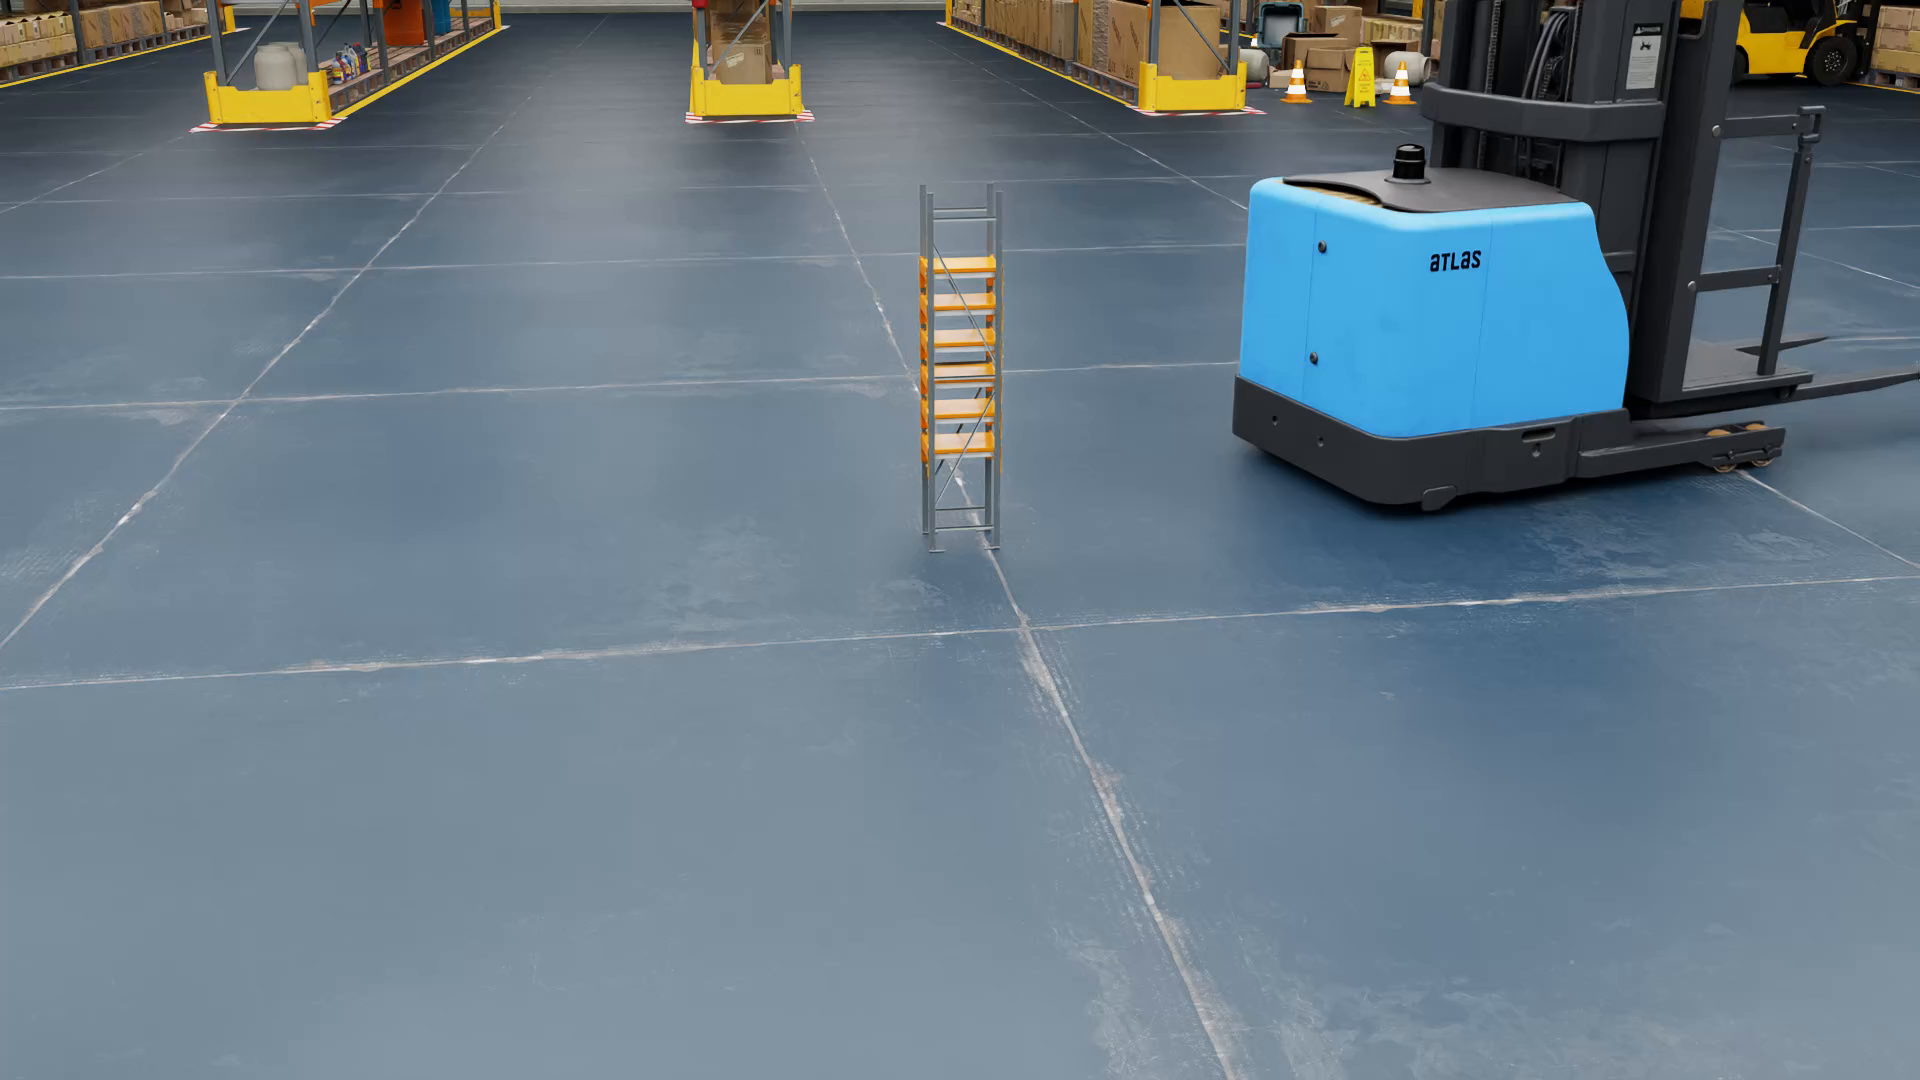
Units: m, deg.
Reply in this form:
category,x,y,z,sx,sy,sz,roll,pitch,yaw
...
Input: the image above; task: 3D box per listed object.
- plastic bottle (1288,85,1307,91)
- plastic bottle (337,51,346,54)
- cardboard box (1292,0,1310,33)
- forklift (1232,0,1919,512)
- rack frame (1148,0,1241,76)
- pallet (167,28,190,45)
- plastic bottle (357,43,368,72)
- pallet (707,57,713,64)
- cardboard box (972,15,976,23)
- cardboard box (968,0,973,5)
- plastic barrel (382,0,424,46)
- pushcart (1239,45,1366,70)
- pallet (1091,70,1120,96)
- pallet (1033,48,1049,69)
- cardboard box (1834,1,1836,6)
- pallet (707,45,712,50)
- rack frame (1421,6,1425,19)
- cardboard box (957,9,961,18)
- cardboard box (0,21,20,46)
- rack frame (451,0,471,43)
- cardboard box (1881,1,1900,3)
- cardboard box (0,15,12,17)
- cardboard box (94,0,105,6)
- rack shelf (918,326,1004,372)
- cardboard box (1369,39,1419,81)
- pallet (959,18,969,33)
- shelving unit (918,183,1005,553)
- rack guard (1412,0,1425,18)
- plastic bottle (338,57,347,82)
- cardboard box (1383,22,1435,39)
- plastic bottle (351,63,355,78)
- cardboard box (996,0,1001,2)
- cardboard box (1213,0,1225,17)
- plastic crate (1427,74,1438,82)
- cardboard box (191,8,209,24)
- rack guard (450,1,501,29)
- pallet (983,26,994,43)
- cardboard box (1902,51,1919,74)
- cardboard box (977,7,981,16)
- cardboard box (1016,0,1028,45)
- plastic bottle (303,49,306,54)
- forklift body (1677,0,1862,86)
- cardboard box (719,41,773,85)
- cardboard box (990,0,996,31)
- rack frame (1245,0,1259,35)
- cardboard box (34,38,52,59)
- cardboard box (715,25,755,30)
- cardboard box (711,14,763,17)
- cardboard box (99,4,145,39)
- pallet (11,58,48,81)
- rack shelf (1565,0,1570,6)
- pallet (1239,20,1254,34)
category,x,y,z,sx,sy,sz,roll,pitch,yaw
plastic bottle,4.182,-5.634,20.714,0.133,0.061,0.283,-11,23,-26
plastic bottle,-7.533,-5.841,20.332,0.152,0.276,0.135,-3,21,-8
cardboard box,6.193,-9.090,28.204,0.875,0.875,0.875,-3,21,-7
forklift,2.656,-1.792,6.326,3.031,2.935,1.130,-8,22,-21
rack frame,2.604,-6.282,18.248,1.000,3.000,0.127,-3,21,-8
pallet,-13.950,-8.655,28.587,1.003,0.211,1.213,-3,21,-8
plastic bottle,-7.418,-5.959,20.540,0.144,0.351,0.185,-3,21,-9
pallet,-3.009,-6.415,22.590,1.003,0.211,1.213,-3,21,-8
cardboard box,0.424,-9.599,30.604,0.380,0.149,0.250,-4,21,-10
cardboard box,0.356,-10.042,30.939,0.380,0.149,0.250,-4,21,-10
plastic barrel,-8.460,-7.935,25.177,0.600,0.830,0.708,-3,21,-8
pushcart,4.663,-6.591,22.823,1.648,0.377,0.936,-11,23,-26
pallet,2.239,-5.670,20.595,1.003,0.211,1.213,-3,21,-8
pallet,1.663,-7.047,24.283,1.003,0.211,1.213,-3,21,-8
cardboard box,11.729,-7.048,22.199,0.500,0.250,0.500,-2,21,-6
pallet,-3.360,-7.260,24.851,1.003,0.211,1.213,-3,21,-8
rack frame,10.093,-12.358,34.516,1.000,3.000,0.127,-3,21,-8
cardboard box,0.147,-10.219,32.264,0.380,0.149,0.250,-3,21,-7
cardboard box,-12.654,-6.633,21.717,0.500,0.311,0.500,-4,21,-10
rack frame,-8.949,-9.972,28.127,1.000,3.000,0.127,-3,21,-8
cardboard box,12.233,-7.069,22.256,0.500,0.250,0.500,-3,21,-7
cardboard box,-13.406,-7.132,23.052,0.500,0.311,0.500,-3,21,-9
cardboard box,-13.879,-8.584,26.283,0.500,0.250,0.500,-3,21,-8
rack shelf,0.002,-0.628,5.466,0.258,0.103,0.180,-3,21,-8
cardboard box,5.720,-6.342,21.978,0.500,0.500,0.500,12,24,29
pallet,0.564,-9.784,31.611,1.003,0.211,1.213,-3,21,-8
shelving unit,0.002,-0.557,5.493,0.258,1.200,0.189,-3,21,-8
rack guard,10.104,-11.161,34.883,1.175,0.500,0.348,-3,21,-8
plastic bottle,-7.187,-5.473,19.337,0.061,0.283,0.133,-3,21,-7
cardboard box,6.727,-7.347,24.257,0.950,0.372,0.625,-2,21,-4
plastic bottle,-7.280,-5.614,19.832,0.097,0.201,0.097,0,20,0
cardboard box,0.868,-9.183,27.918,0.500,0.250,0.500,-2,21,-6
cardboard box,5.516,-10.563,32.772,0.875,0.438,0.875,-2,21,-6
plastic crate,6.326,-5.999,21.663,0.402,0.080,0.583,-11,23,-26
cardboard box,-13.999,-9.520,30.219,0.500,0.250,0.500,-3,21,-8
rack guard,-9.542,-10.193,32.293,1.175,0.500,0.348,-3,21,-8
pallet,0.988,-8.861,29.139,1.003,0.211,1.213,-3,21,-8
cardboard box,12.019,-5.874,20.485,0.500,0.250,0.500,-3,21,-7
cardboard box,0.515,-9.530,29.995,0.380,0.149,0.250,-3,21,-7
cardboard box,1.450,-7.979,25.408,1.050,0.750,0.750,-3,21,-8
plastic bottle,-7.948,-5.874,20.313,0.144,0.351,0.185,-3,21,-8
forklift body,10.321,-6.985,21.344,2.313,2.155,1.214,-3,21,-8
cardboard box,-2.392,-5.309,18.617,0.500,0.500,0.500,1,20,2
cardboard box,0.797,-9.010,28.525,0.500,0.500,0.500,-2,21,-5
rack frame,5.758,-10.721,30.134,1.000,3.000,0.127,-3,21,-8
cardboard box,-12.810,-6.724,22.763,0.500,0.250,0.500,-2,21,-7
cardboard box,-2.877,-6.337,21.368,0.500,0.500,0.500,-4,21,-9
cardboard box,-3.174,-7.253,23.793,0.700,0.500,0.500,-1,21,-3
cardboard box,-13.362,-8.257,26.479,0.500,0.500,0.500,-3,21,-7
pallet,-13.022,-6.323,22.345,1.003,0.211,1.213,-3,21,-8
rack shelf,7.200,-6.922,20.990,1.077,0.370,4.000,-3,21,-8
pallet,5.726,-9.682,31.338,1.003,0.211,1.213,-3,21,-8
